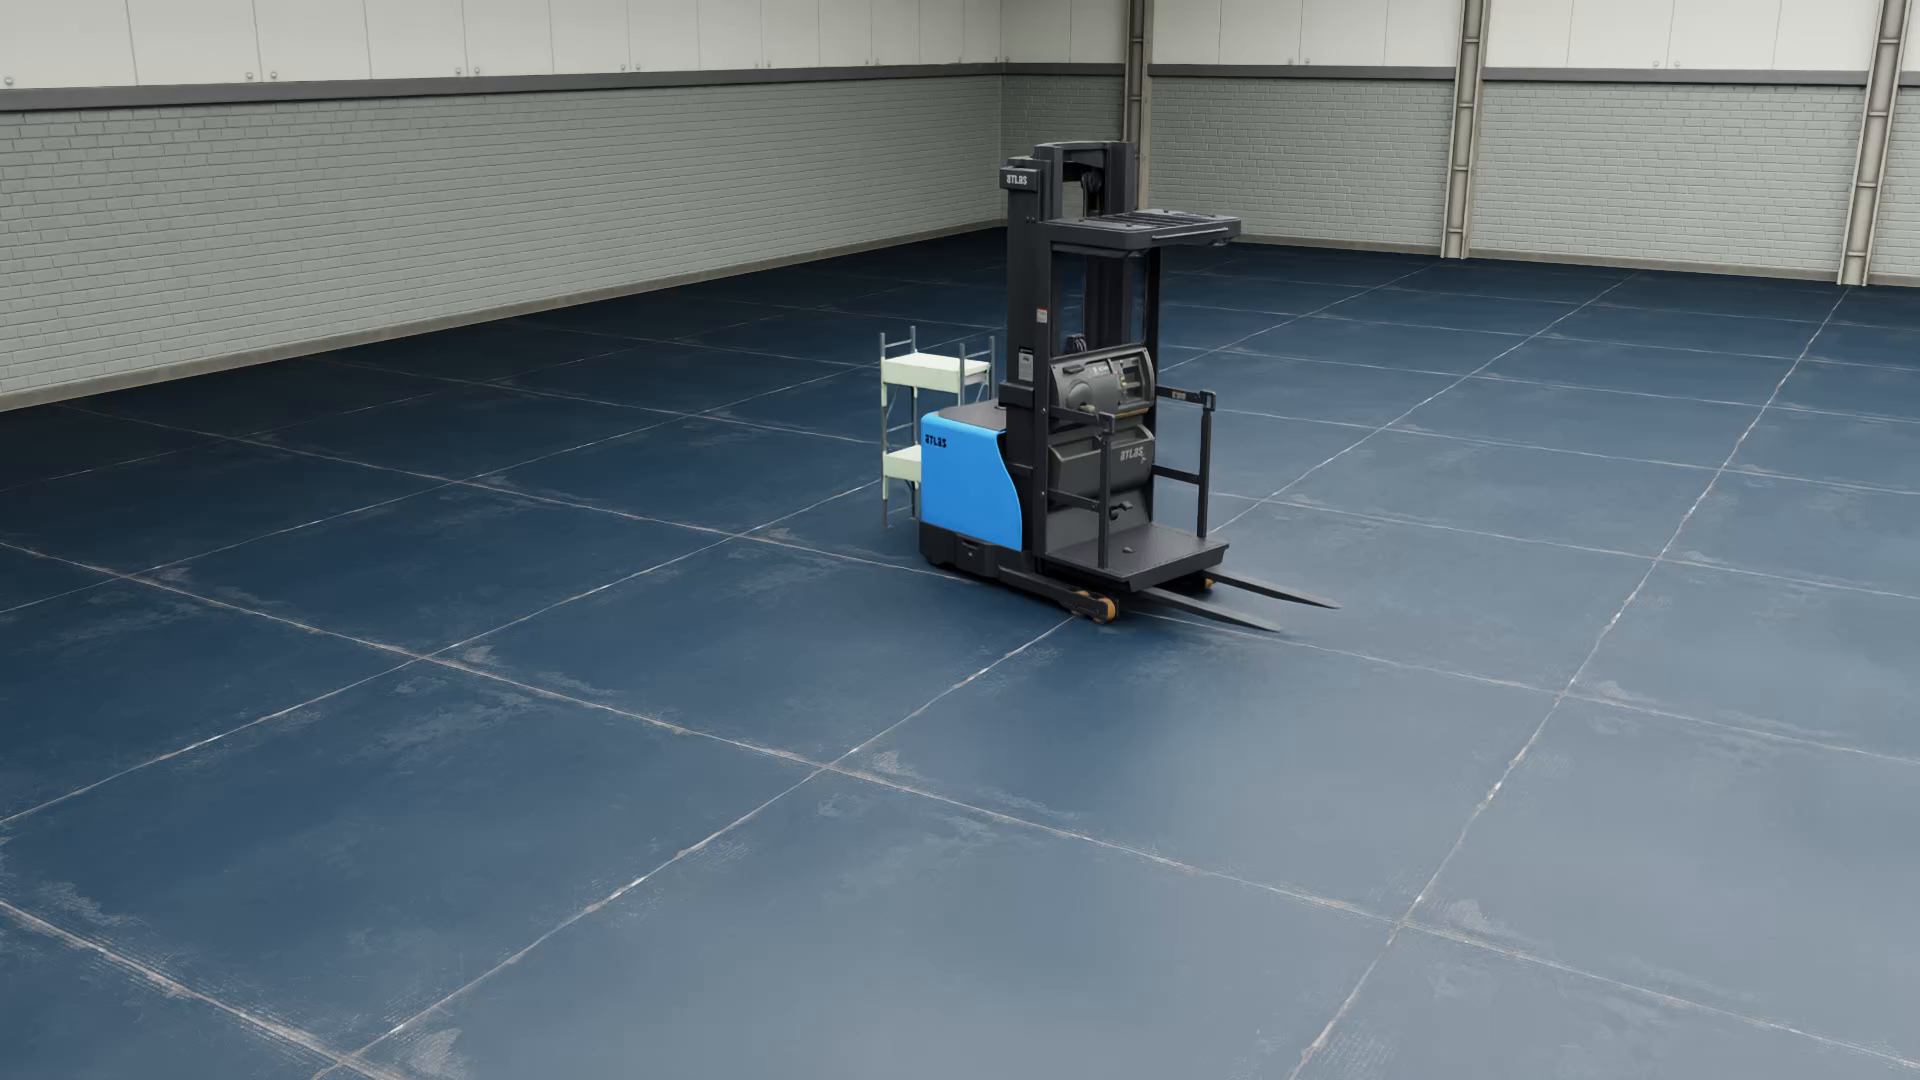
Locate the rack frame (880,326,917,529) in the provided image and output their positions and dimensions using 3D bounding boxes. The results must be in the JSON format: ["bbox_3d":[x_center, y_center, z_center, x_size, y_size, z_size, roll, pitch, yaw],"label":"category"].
[{"bbox_3d":[-0.463,-0.848,12.592,0.023,1.500,0.400,12,21,35],"label":"rack frame"}]

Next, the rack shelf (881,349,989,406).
[{"bbox_3d":[-0.169,-1.158,12.270,0.720,0.370,0.431,12,21,35],"label":"rack shelf"}]

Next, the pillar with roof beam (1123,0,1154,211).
[{"bbox_3d":[0.998,-8.935,26.313,0.400,9.000,9.100,10,20,30],"label":"pillar with roof beam"}]

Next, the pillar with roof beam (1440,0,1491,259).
[{"bbox_3d":[6.111,-8.022,23.308,0.400,9.000,9.100,10,20,30],"label":"pillar with roof beam"}]

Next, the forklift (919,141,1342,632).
[{"bbox_3d":[1.086,-1.036,10.748,1.130,2.935,3.031,-15,23,-41],"label":"forklift"}]

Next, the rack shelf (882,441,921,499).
[{"bbox_3d":[-0.169,-0.472,12.478,0.720,0.370,0.431,12,21,35],"label":"rack shelf"}]

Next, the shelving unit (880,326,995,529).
[{"bbox_3d":[-0.169,-0.784,12.383,0.755,1.500,0.431,12,21,35],"label":"shelving unit"}]

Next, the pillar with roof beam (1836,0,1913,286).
[{"bbox_3d":[11.224,-7.110,20.304,0.400,9.000,9.100,10,20,30],"label":"pillar with roof beam"}]

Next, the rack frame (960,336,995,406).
[{"bbox_3d":[0.125,-0.721,12.175,0.023,1.500,0.400,12,21,35],"label":"rack frame"}]
